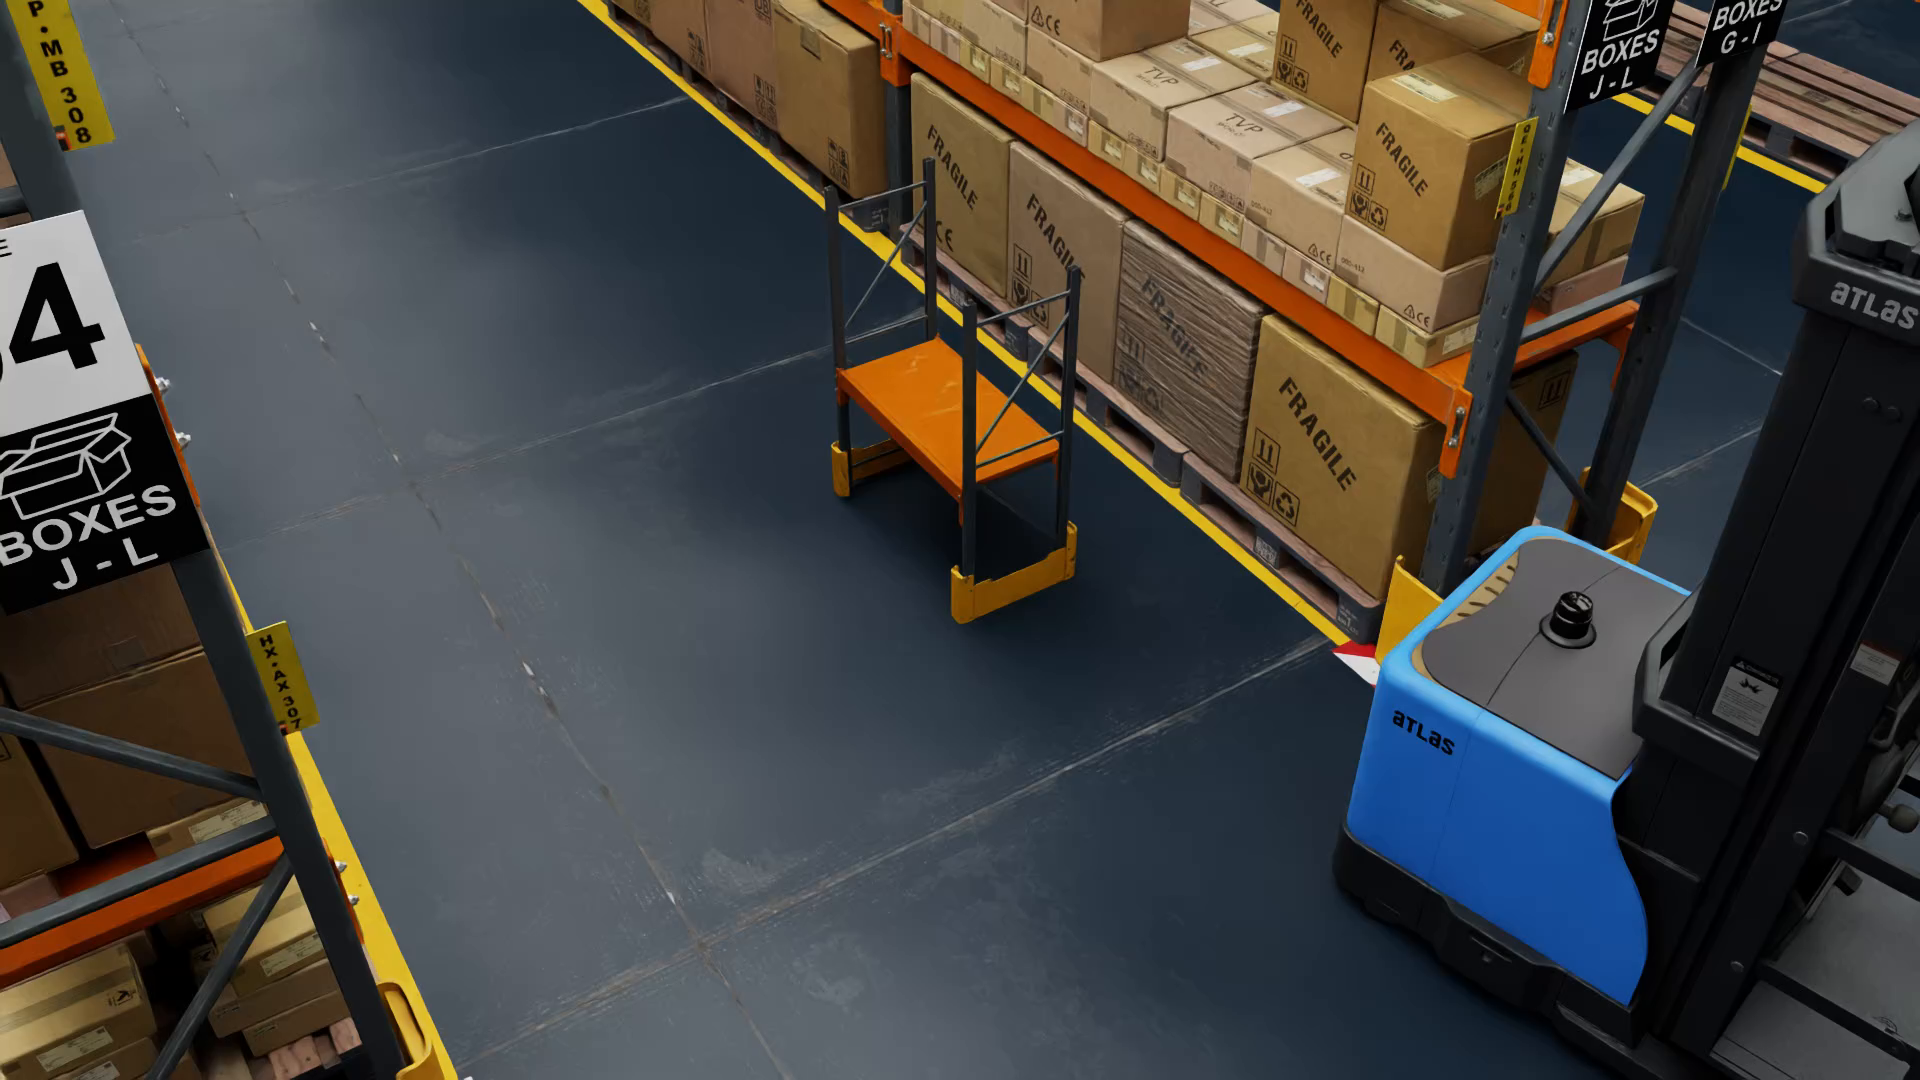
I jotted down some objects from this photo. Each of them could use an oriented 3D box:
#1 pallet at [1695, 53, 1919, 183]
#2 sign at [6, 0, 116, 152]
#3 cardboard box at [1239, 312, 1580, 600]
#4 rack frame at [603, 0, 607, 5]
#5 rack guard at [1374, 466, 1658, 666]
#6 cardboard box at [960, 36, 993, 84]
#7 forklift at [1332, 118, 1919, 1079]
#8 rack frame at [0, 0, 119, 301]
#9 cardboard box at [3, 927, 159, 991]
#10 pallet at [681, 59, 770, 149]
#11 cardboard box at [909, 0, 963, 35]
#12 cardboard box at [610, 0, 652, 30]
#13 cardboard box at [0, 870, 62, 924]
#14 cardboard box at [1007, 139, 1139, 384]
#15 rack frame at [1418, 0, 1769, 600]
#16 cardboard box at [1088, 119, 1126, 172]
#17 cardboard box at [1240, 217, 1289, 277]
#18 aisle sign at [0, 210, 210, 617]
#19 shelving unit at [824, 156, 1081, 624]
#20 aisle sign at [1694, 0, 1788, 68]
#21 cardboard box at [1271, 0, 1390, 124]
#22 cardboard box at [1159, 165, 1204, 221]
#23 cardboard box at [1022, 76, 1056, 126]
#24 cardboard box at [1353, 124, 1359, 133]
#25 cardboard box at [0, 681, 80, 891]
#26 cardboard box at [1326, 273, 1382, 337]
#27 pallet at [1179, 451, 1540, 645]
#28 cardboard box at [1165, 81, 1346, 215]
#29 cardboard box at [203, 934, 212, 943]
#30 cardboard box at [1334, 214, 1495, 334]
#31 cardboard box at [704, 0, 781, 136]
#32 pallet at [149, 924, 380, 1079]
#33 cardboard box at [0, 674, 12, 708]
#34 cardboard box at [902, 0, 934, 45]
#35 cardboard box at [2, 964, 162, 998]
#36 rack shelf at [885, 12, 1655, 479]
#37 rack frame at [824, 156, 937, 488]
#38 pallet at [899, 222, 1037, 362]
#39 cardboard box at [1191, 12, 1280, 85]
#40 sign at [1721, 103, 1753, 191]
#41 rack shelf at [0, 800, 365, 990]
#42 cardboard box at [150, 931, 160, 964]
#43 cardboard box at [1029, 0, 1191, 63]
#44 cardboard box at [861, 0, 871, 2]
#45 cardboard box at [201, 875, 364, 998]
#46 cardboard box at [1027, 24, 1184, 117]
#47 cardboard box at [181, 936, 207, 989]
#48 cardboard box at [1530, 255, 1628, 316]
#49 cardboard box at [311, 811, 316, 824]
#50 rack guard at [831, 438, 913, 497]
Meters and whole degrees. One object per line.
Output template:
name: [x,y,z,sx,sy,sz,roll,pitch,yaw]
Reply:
pallet: [5.326,-2.558,10.155,1.003,0.211,1.213,-22,45,-24]
sign: [-1.566,-0.831,2.878,0.100,0.325,0.005,-22,45,-24]
cardboard box: [1.801,-0.472,6.804,0.875,0.875,0.875,-22,45,-24]
rack frame: [-2.089,-5.126,11.059,1.000,3.000,0.127,-22,45,-24]
rack guard: [2.226,0.165,6.662,1.175,0.500,0.348,-22,45,-24]
cardboard box: [0.224,-2.313,7.879,0.380,0.149,0.250,-21,44,-23]
forklift: [2.710,0.493,4.369,3.031,2.935,1.130,31,49,32]
rack frame: [-2.024,-1.461,1.973,1.000,3.000,0.127,-22,45,-24]
cardboard box: [-2.609,1.196,4.906,0.380,0.149,0.250,-21,44,-24]
pallet: [-1.077,-2.946,10.620,1.003,0.211,1.213,-22,45,-24]
cardboard box: [0.094,-2.680,8.008,0.500,0.250,0.500,-23,45,-25]
cardboard box: [-1.735,-4.092,11.149,1.225,0.875,0.875,-24,46,-26]
cardboard box: [-2.437,0.862,4.069,0.380,0.149,0.250,-22,45,-24]
cardboard box: [0.833,-1.443,7.970,0.875,0.875,0.875,-22,45,-24]
rack frame: [2.213,-0.809,5.877,1.000,3.000,0.127,-22,45,-24]
cardboard box: [0.780,-1.756,7.210,0.380,0.149,0.250,-24,45,-26]
cardboard box: [1.334,-1.202,6.546,0.380,0.149,0.250,-21,44,-24]
aisle sign: [-1.731,-0.218,3.138,0.394,0.787,0.004,-22,45,-24]
shelving unit: [-0.041,-0.617,6.819,0.587,1.500,1.083,-22,45,-24]
aisle sign: [2.504,-1.872,5.122,0.394,0.787,0.004,-22,45,-24]
cardboard box: [1.630,-2.053,6.669,0.500,0.500,0.500,-23,45,-26]
cardboard box: [1.053,-1.481,6.881,0.380,0.149,0.250,-22,45,-24]
cardboard box: [0.505,-2.034,7.544,0.380,0.149,0.250,-23,45,-25]
cardboard box: [1.897,-1.496,6.586,0.500,0.250,0.500,-23,45,-25]
cardboard box: [-2.482,0.538,3.951,0.500,0.500,0.500,-21,44,-24]
cardboard box: [1.602,-0.931,6.220,0.380,0.149,0.250,-22,44,-24]
pallet: [1.717,-0.142,7.255,1.003,0.211,1.213,-22,45,-24]
cardboard box: [1.182,-1.584,6.693,0.500,0.250,0.500,-24,45,-26]
cardboard box: [-2.189,1.125,5.223,0.380,0.149,0.250,-22,45,-25]
cardboard box: [1.728,-1.035,6.034,0.500,0.250,0.500,-23,45,-25]
cardboard box: [-0.780,-3.133,9.999,1.225,0.875,0.875,-24,45,-26]
pallet: [-2.471,1.424,5.376,1.003,0.211,1.213,-22,45,-24]
cardboard box: [-2.479,0.146,3.640,0.500,0.500,0.500,-23,45,-25]
cardboard box: [-0.060,-2.597,8.219,0.380,0.149,0.250,-22,45,-24]
cardboard box: [-2.643,1.318,4.992,0.380,0.149,0.250,-23,45,-25]
rack shelf: [1.137,-1.612,7.403,1.077,0.370,4.000,-22,45,-24]
rack frame: [-0.319,-0.897,7.154,0.500,1.500,0.032,-22,45,-24]
pallet: [0.405,-1.459,8.836,1.003,0.211,1.213,-22,45,-24]
cardboard box: [1.345,-2.048,7.249,0.500,0.250,0.500,-23,45,-25]
sign: [2.684,-1.359,5.800,0.100,0.325,0.005,-22,45,-24]
rack shelf: [-3.099,0.041,5.419,1.077,0.370,4.000,-22,45,-24]
cardboard box: [-2.776,1.290,5.258,0.380,0.149,0.250,-22,45,-25]
cardboard box: [0.646,-2.418,7.108,0.500,0.500,0.500,-24,45,-26]
cardboard box: [-0.420,-3.164,8.626,0.500,0.500,0.500,-22,45,-24]
cardboard box: [-2.019,1.150,4.961,0.380,0.149,0.250,-24,46,-26]
cardboard box: [0.640,-2.133,7.351,0.500,0.250,0.500,-21,44,-23]
cardboard box: [-2.245,1.272,5.279,0.380,0.149,0.250,-22,45,-25]
cardboard box: [2.300,-1.017,6.324,0.380,0.149,0.250,-22,44,-24]
cardboard box: [-2.296,0.862,5.306,0.380,0.149,0.250,-22,45,-25]
rack guard: [-0.309,-0.406,7.542,0.587,0.250,0.087,-22,45,-24]
